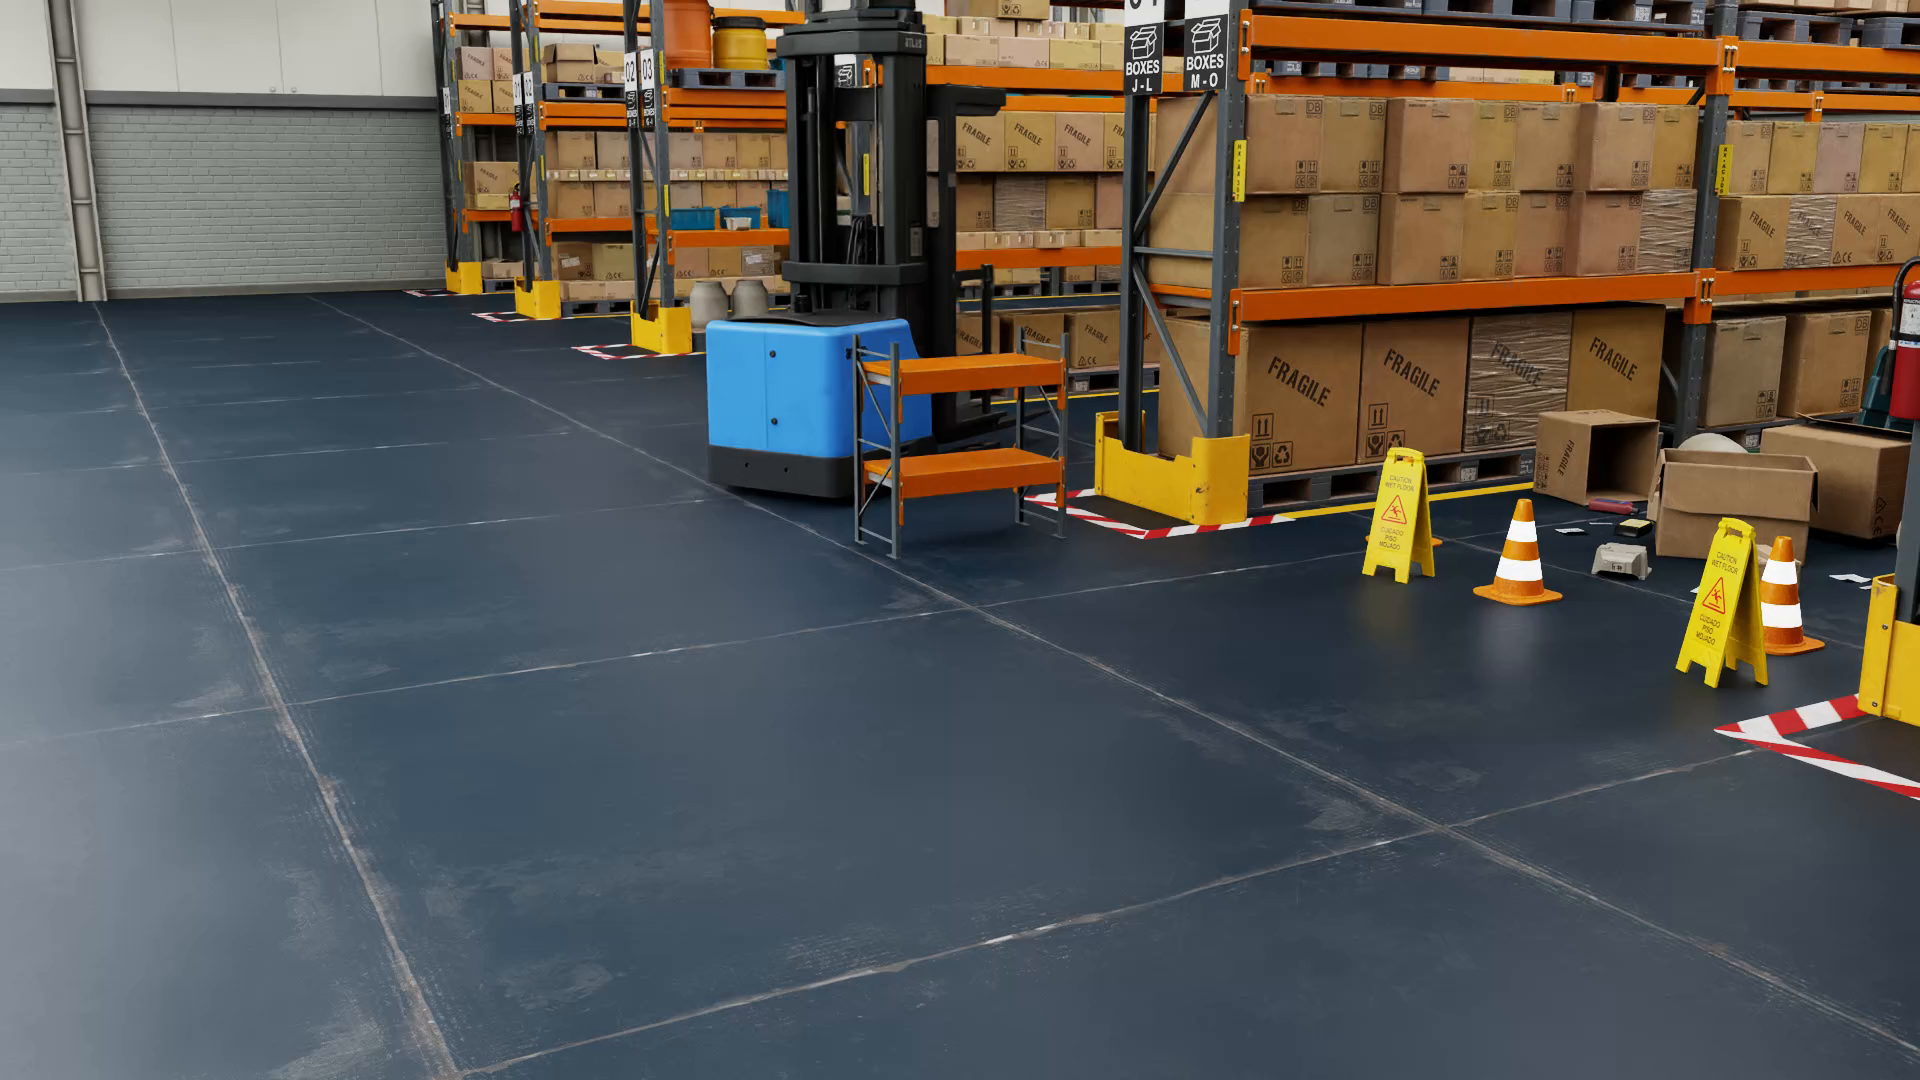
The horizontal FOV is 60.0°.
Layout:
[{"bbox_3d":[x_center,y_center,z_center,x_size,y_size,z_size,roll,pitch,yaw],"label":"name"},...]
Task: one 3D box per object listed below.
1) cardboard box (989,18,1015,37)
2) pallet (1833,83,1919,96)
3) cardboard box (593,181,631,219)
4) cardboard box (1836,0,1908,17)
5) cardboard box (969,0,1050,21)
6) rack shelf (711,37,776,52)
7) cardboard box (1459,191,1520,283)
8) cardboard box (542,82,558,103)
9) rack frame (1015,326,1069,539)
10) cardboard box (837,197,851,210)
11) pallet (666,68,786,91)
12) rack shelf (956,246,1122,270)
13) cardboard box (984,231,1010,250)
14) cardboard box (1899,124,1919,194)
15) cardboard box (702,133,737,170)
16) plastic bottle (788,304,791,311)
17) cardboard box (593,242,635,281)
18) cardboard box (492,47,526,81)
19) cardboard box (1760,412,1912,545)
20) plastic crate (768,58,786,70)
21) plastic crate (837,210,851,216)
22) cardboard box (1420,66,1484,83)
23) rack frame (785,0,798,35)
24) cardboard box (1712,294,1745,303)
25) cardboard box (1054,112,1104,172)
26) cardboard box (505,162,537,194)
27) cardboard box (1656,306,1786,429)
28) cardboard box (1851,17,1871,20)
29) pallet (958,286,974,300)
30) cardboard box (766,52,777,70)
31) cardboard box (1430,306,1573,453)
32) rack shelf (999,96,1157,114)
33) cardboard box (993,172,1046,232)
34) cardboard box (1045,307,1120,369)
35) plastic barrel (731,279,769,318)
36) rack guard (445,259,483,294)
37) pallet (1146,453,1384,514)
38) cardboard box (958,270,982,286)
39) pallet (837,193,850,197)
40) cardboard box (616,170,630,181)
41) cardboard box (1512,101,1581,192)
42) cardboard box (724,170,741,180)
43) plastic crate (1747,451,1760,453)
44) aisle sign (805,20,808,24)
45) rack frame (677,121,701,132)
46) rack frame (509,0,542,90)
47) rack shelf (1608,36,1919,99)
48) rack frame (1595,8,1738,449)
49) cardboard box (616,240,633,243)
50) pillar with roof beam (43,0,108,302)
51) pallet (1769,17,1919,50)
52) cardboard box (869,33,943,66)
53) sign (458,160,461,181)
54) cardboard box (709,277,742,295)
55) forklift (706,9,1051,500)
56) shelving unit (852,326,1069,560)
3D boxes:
[{"bbox_3d":[0.261,-4.305,14.010,0.250,0.149,0.380,-7,14,-28],"label":"cardboard box"},{"bbox_3d":[11.309,-5.532,20.227,1.213,0.211,1.003,-7,14,-28],"label":"pallet"},{"bbox_3d":[-4.885,-4.699,22.928,0.500,0.500,0.700,-6,14,-26],"label":"cardboard box"},{"bbox_3d":[6.527,-3.899,11.894,0.258,0.266,0.396,-7,14,-28],"label":"cardboard box"},{"bbox_3d":[0.416,-4.643,14.032,0.500,0.500,0.500,-7,14,-28],"label":"cardboard box"},{"bbox_3d":[-2.870,-8.513,28.991,4.000,0.370,1.077,-7,14,-28],"label":"rack shelf"},{"bbox_3d":[3.045,-1.953,10.612,0.500,0.550,0.875,-7,14,-28],"label":"cardboard box"},{"bbox_3d":[-6.781,-7.115,26.788,0.500,0.500,0.500,-6,14,-25],"label":"cardboard box"},{"bbox_3d":[0.452,-0.603,9.226,0.032,1.125,0.500,-7,14,-28],"label":"rack frame"},{"bbox_3d":[-1.837,-4.955,24.636,0.500,0.250,0.500,-6,14,-24],"label":"cardboard box"},{"bbox_3d":[-2.616,-5.032,18.233,1.213,0.211,1.003,-7,14,-28],"label":"pallet"},{"bbox_3d":[0.739,-2.497,15.011,4.000,0.370,1.077,-7,14,-28],"label":"rack shelf"},{"bbox_3d":[0.236,-2.600,14.404,0.250,0.149,0.380,-7,14,-28],"label":"cardboard box"},{"bbox_3d":[7.002,-2.896,12.641,0.500,0.500,0.700,-7,14,-29],"label":"cardboard box"},{"bbox_3d":[-3.518,-5.496,23.515,0.500,0.500,0.700,-7,14,-28],"label":"cardboard box"},{"bbox_3d":[-1.987,-2.719,19.731,0.097,0.201,0.097,0,13,0],"label":"plastic bottle"},{"bbox_3d":[-4.744,-3.843,22.951,0.500,0.500,0.500,-7,14,-28],"label":"cardboard box"},{"bbox_3d":[-7.217,-7.548,26.433,0.500,0.500,0.500,-7,14,-29],"label":"cardboard box"},{"bbox_3d":[4.878,-0.349,9.204,0.503,0.637,0.797,-7,14,-28],"label":"cardboard box"},{"bbox_3d":[-1.860,-5.306,19.060,0.575,0.384,0.392,-7,14,-28],"label":"plastic crate"},{"bbox_3d":[-1.205,-3.821,19.739,0.662,0.188,0.450,-7,14,-28],"label":"plastic crate"},{"bbox_3d":[4.835,-4.665,16.516,0.500,0.250,0.500,-6,14,-26],"label":"cardboard box"},{"bbox_3d":[-2.248,-7.895,23.693,0.127,3.000,1.000,-7,14,-28],"label":"rack frame"},{"bbox_3d":[8.181,-2.903,19.059,0.875,0.875,1.225,-7,15,-30],"label":"cardboard box"},{"bbox_3d":[0.914,-3.483,14.569,0.500,0.500,0.500,-7,14,-28],"label":"cardboard box"},{"bbox_3d":[-7.135,-5.846,26.842,0.500,0.500,0.500,-7,14,-28],"label":"cardboard box"},{"bbox_3d":[5.284,-1.282,12.141,0.750,0.750,1.050,-7,14,-28],"label":"cardboard box"},{"bbox_3d":[6.662,-4.046,12.441,0.500,0.311,0.500,-7,15,-29],"label":"cardboard box"},{"bbox_3d":[-0.548,-3.822,25.610,1.213,0.211,1.003,-7,14,-28],"label":"pallet"},{"bbox_3d":[-2.817,-6.751,23.940,0.500,0.500,0.500,-6,14,-23],"label":"cardboard box"},{"bbox_3d":[3.408,-1.112,11.101,0.875,0.875,0.875,-7,14,-27],"label":"cardboard box"},{"bbox_3d":[1.877,-5.336,20.793,4.000,0.370,1.077,-7,14,-28],"label":"rack shelf"},{"bbox_3d":[0.321,-3.004,14.720,0.500,0.500,0.875,-7,14,-28],"label":"cardboard box"},{"bbox_3d":[1.118,-1.867,15.311,0.500,0.500,0.500,-8,15,-33],"label":"cardboard box"},{"bbox_3d":[-2.408,-2.720,19.073,0.421,0.512,0.421,0,13,0],"label":"plastic barrel"},{"bbox_3d":[-8.070,-4.290,27.032,0.348,0.500,1.175,-7,14,-28],"label":"rack guard"},{"bbox_3d":[1.936,-0.410,10.450,1.213,0.211,1.003,-7,14,-28],"label":"pallet"},{"bbox_3d":[0.024,-4.043,25.546,0.500,0.250,0.500,-6,14,-27],"label":"cardboard box"},{"bbox_3d":[-1.689,-6.154,30.058,1.003,0.211,1.213,-7,14,-28],"label":"pallet"},{"bbox_3d":[-4.639,-4.992,22.756,0.250,0.149,0.380,-7,14,-29],"label":"cardboard box"},{"bbox_3d":[3.475,-2.549,10.803,0.550,0.550,0.875,-7,14,-28],"label":"cardboard box"},{"bbox_3d":[-3.278,-5.157,23.485,0.250,0.149,0.380,-7,14,-28],"label":"cardboard box"},{"bbox_3d":[5.258,-0.477,10.672,0.662,0.188,0.450,0,3,1],"label":"plastic crate"},{"bbox_3d":[-1.214,-3.957,13.940,0.004,0.787,0.394,-7,14,-28],"label":"aisle sign"},{"bbox_3d":[-4.625,-5.922,28.592,0.127,3.000,1.000,-7,14,-28],"label":"rack frame"},{"bbox_3d":[-5.759,-7.474,21.823,0.127,3.000,1.000,-7,14,-28],"label":"rack frame"},{"bbox_3d":[6.538,-3.415,12.257,4.000,0.370,1.077,-7,14,-28],"label":"rack shelf"},{"bbox_3d":[4.783,-2.092,11.573,0.127,3.000,1.000,-7,14,-28],"label":"rack frame"},{"bbox_3d":[-4.561,-3.998,23.641,0.500,0.500,0.500,-7,14,-28],"label":"cardboard box"},{"bbox_3d":[-11.140,-7.208,20.640,0.400,9.000,9.100,-7,14,-28],"label":"pillar with roof beam"},{"bbox_3d":[6.774,-3.688,12.262,1.213,0.211,1.003,-6,14,-25],"label":"pallet"},{"bbox_3d":[-0.469,-4.029,13.688,0.500,0.250,0.500,-6,14,-26],"label":"cardboard box"},{"bbox_3d":[-7.876,-5.819,26.163,0.005,0.325,0.100,-7,14,-28],"label":"sign"},{"bbox_3d":[-3.426,-3.634,23.732,0.500,0.250,0.500,-7,14,-28],"label":"cardboard box"},{"bbox_3d":[-0.379,-1.945,11.076,1.130,2.935,3.031,8,15,31],"label":"forklift"},{"bbox_3d":[0.006,-0.549,8.989,1.048,1.125,0.538,-7,14,-28],"label":"shelving unit"}]
